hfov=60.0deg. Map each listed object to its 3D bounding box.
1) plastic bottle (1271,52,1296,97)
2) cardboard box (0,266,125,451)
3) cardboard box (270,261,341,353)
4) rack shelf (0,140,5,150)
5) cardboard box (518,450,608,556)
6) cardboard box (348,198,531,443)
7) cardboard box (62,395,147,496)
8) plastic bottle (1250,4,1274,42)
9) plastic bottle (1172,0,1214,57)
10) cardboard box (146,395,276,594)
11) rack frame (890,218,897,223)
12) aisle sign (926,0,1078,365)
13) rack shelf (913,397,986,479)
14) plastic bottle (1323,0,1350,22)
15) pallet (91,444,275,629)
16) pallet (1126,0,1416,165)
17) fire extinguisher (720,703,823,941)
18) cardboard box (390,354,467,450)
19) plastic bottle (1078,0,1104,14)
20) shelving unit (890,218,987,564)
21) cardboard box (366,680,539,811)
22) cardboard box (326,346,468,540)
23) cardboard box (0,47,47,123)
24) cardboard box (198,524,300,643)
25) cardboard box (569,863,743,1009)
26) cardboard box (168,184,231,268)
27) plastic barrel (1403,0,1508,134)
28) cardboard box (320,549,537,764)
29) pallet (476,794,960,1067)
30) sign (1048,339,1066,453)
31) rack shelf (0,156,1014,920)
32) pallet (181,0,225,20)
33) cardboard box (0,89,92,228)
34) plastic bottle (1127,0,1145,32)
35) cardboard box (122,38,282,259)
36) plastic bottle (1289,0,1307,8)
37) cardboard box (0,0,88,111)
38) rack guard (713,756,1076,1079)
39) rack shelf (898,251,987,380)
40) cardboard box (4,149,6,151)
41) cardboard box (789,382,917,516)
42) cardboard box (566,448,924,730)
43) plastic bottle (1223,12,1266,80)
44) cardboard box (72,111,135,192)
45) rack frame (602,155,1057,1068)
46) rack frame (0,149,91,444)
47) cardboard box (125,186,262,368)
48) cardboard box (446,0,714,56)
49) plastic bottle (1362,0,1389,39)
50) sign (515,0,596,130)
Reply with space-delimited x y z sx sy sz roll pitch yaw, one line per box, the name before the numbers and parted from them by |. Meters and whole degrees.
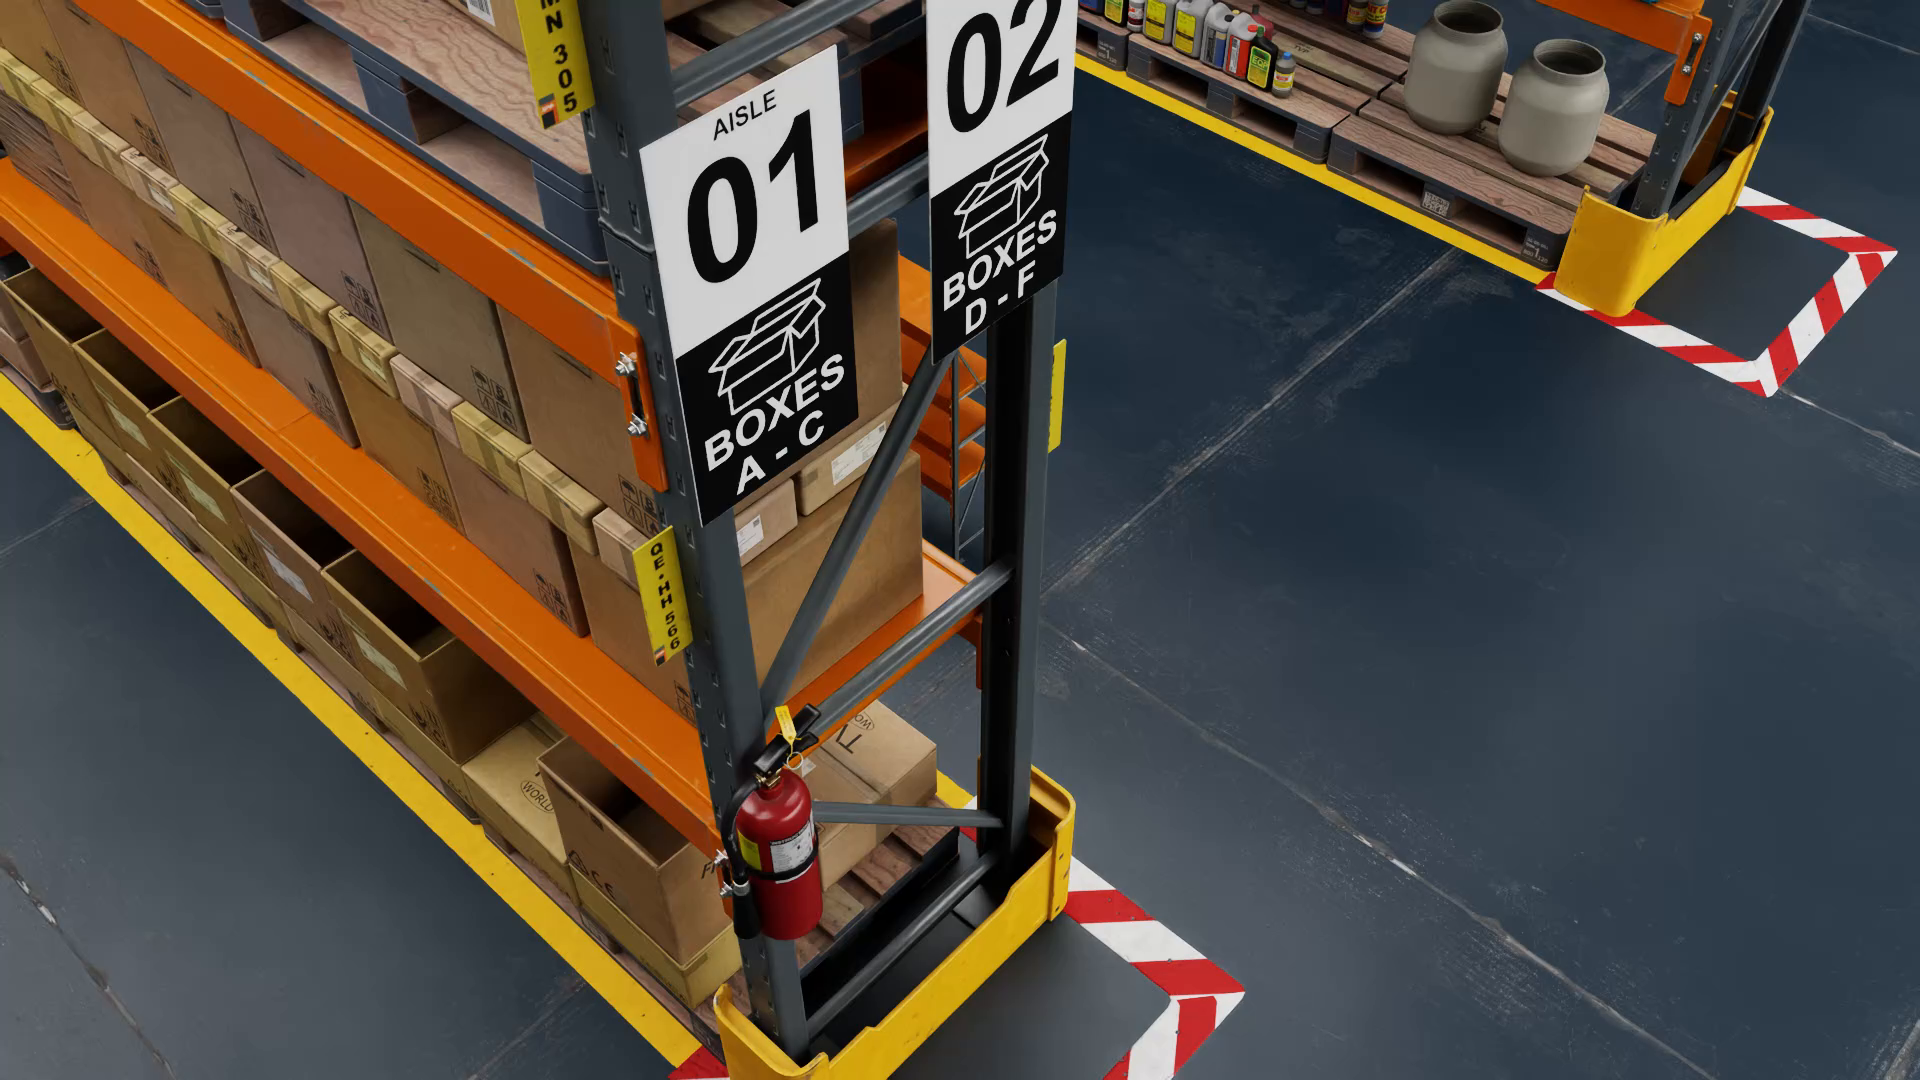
plastic bottle | 1.539 -2.215 7.890 0.097 0.201 0.097 0 47 0
cardboard box | -2.988 -0.738 5.969 0.500 0.500 0.500 34 55 28
cardboard box | -1.539 -0.680 4.318 0.250 0.149 0.380 35 56 29
rack shelf | -4.586 -2.418 6.956 4.000 0.370 1.077 34 55 28
cardboard box | -0.780 -0.169 3.838 0.250 0.149 0.380 35 56 28
cardboard box | -0.940 -0.697 3.888 0.500 0.500 0.700 33 55 27
cardboard box | -2.981 -0.486 6.247 0.500 0.250 0.500 34 55 28
plastic bottle | 1.444 -2.440 8.045 0.133 0.283 0.061 34 55 28
plastic bottle | 1.146 -2.554 8.106 0.144 0.351 0.185 -36 56 -29
cardboard box | -2.253 -0.243 5.505 0.500 0.500 0.500 34 55 28
rack frame | -0.301 -0.613 6.003 0.015 1.200 0.240 34 55 28
aisle sign | 0.079 -0.719 3.084 0.004 0.787 0.394 34 55 28
rack shelf | -0.122 -0.446 5.938 0.480 0.148 0.258 34 55 28
plastic bottle | 1.911 -2.755 8.341 0.133 0.283 0.061 35 56 28
pallet | -2.560 -0.305 6.392 1.213 0.211 1.003 34 55 28
pallet | 1.612 -2.415 8.373 1.213 0.211 1.003 34 55 28
fire extinguisher | -0.405 0.636 3.648 0.183 0.674 0.296 34 55 28
cardboard box | -1.151 -0.421 4.075 0.250 0.149 0.380 35 56 28
plastic bottle | 0.697 -2.856 8.390 0.185 0.351 0.144 32 54 26
shelving unit | -0.122 -0.493 5.889 0.503 1.200 0.258 34 55 28
cardboard box | -1.515 0.506 5.316 0.500 0.250 0.500 34 55 28
cardboard box | -1.261 -0.475 4.570 0.500 0.500 0.700 34 56 28
cardboard box | -2.675 -1.444 5.035 0.250 0.149 0.380 33 55 27
cardboard box | -2.253 0.014 5.778 0.500 0.250 0.500 34 55 28
cardboard box | -0.771 0.993 4.858 0.500 0.250 0.500 34 55 28
cardboard box | -1.909 -0.931 4.553 0.250 0.149 0.380 34 55 27
plastic barrel | 2.282 -2.174 7.652 0.421 0.512 0.421 0 47 0
cardboard box | -1.517 0.251 5.041 0.500 0.500 0.500 34 55 28
pallet | -0.767 0.901 5.259 1.213 0.211 1.003 34 55 28
sign | 0.204 -0.315 3.841 0.005 0.325 0.100 34 55 28
rack shelf | -1.646 -0.440 5.099 4.000 0.370 1.077 34 55 28
pallet | -1.579 -1.661 3.755 1.213 0.211 1.003 34 55 28
cardboard box | -2.786 -1.494 5.526 0.500 0.500 0.700 33 55 27
plastic bottle | 0.889 -2.653 8.301 0.097 0.201 0.097 0 47 0
cardboard box | -1.679 -1.193 4.354 0.500 0.500 0.700 34 55 28
plastic bottle | 1.739 -2.848 8.437 0.097 0.271 0.097 0 47 0
cardboard box | -2.414 -1.689 4.819 0.500 0.500 0.700 34 55 28
rack guard | -0.159 1.170 4.809 0.348 0.500 1.175 34 55 28
rack shelf | -0.122 -0.762 5.603 0.480 0.148 0.258 34 55 28
cardboard box | -3.995 -1.371 6.693 0.500 0.311 0.500 35 56 29
cardboard box | -0.319 -0.263 3.926 0.250 0.149 0.380 34 55 27
cardboard box | -0.511 0.030 4.095 0.500 0.500 0.700 34 55 28
plastic bottle | 1.372 -2.380 7.994 0.135 0.276 0.152 34 56 28
cardboard box | -2.299 -1.191 4.797 0.250 0.149 0.380 32 55 27
rack frame | -0.177 0.302 3.909 0.127 3.000 1.000 34 55 28
rack frame | -3.116 -1.675 5.766 0.127 3.000 1.000 34 55 28
cardboard box | -2.028 -0.986 5.050 0.500 0.500 0.700 35 56 28
cardboard box | -0.596 -1.238 2.842 0.797 0.503 0.637 -34 56 -28
plastic bottle | 2.065 -2.630 8.231 0.097 0.271 0.097 0 47 0
sign | -0.555 -0.717 2.255 0.005 0.325 0.100 34 55 28
